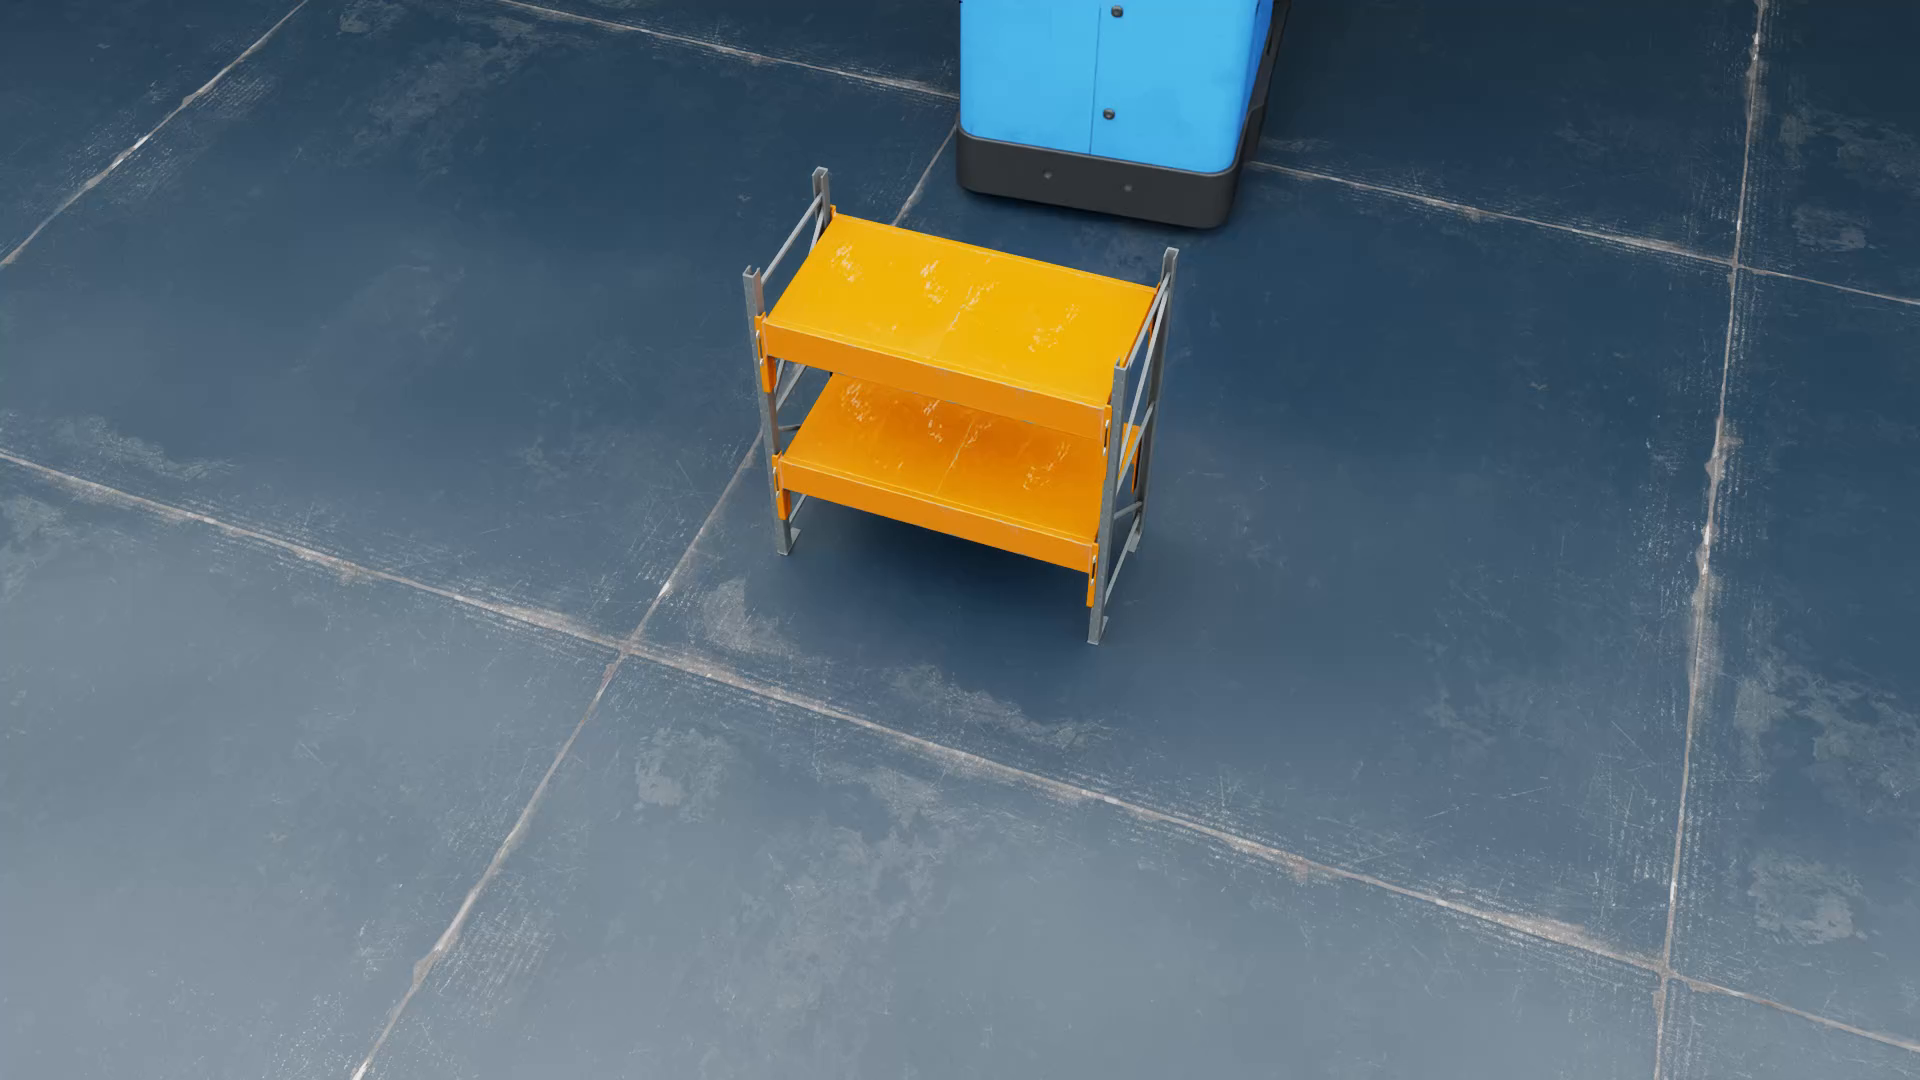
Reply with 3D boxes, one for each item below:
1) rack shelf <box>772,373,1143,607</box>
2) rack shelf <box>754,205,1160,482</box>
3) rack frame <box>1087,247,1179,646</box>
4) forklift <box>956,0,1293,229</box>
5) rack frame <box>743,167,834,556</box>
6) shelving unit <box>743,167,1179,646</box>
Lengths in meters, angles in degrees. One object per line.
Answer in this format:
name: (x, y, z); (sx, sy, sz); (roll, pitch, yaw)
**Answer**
rack shelf: (0.006, -0.206, 5.008); (1.000, 0.278, 0.538); (16, 51, 13)
rack shelf: (0.006, -0.558, 4.602); (1.000, 0.278, 0.538); (16, 51, 13)
rack frame: (0.483, -0.234, 4.708); (0.032, 1.125, 0.500); (16, 51, 13)
forklift: (0.861, -3.254, 6.131); (1.130, 2.935, 3.031); (11, 50, 10)
rack frame: (-0.471, -0.500, 4.939); (0.032, 1.125, 0.500); (16, 51, 13)
shelving unit: (0.006, -0.367, 4.823); (1.048, 1.125, 0.538); (16, 51, 13)
